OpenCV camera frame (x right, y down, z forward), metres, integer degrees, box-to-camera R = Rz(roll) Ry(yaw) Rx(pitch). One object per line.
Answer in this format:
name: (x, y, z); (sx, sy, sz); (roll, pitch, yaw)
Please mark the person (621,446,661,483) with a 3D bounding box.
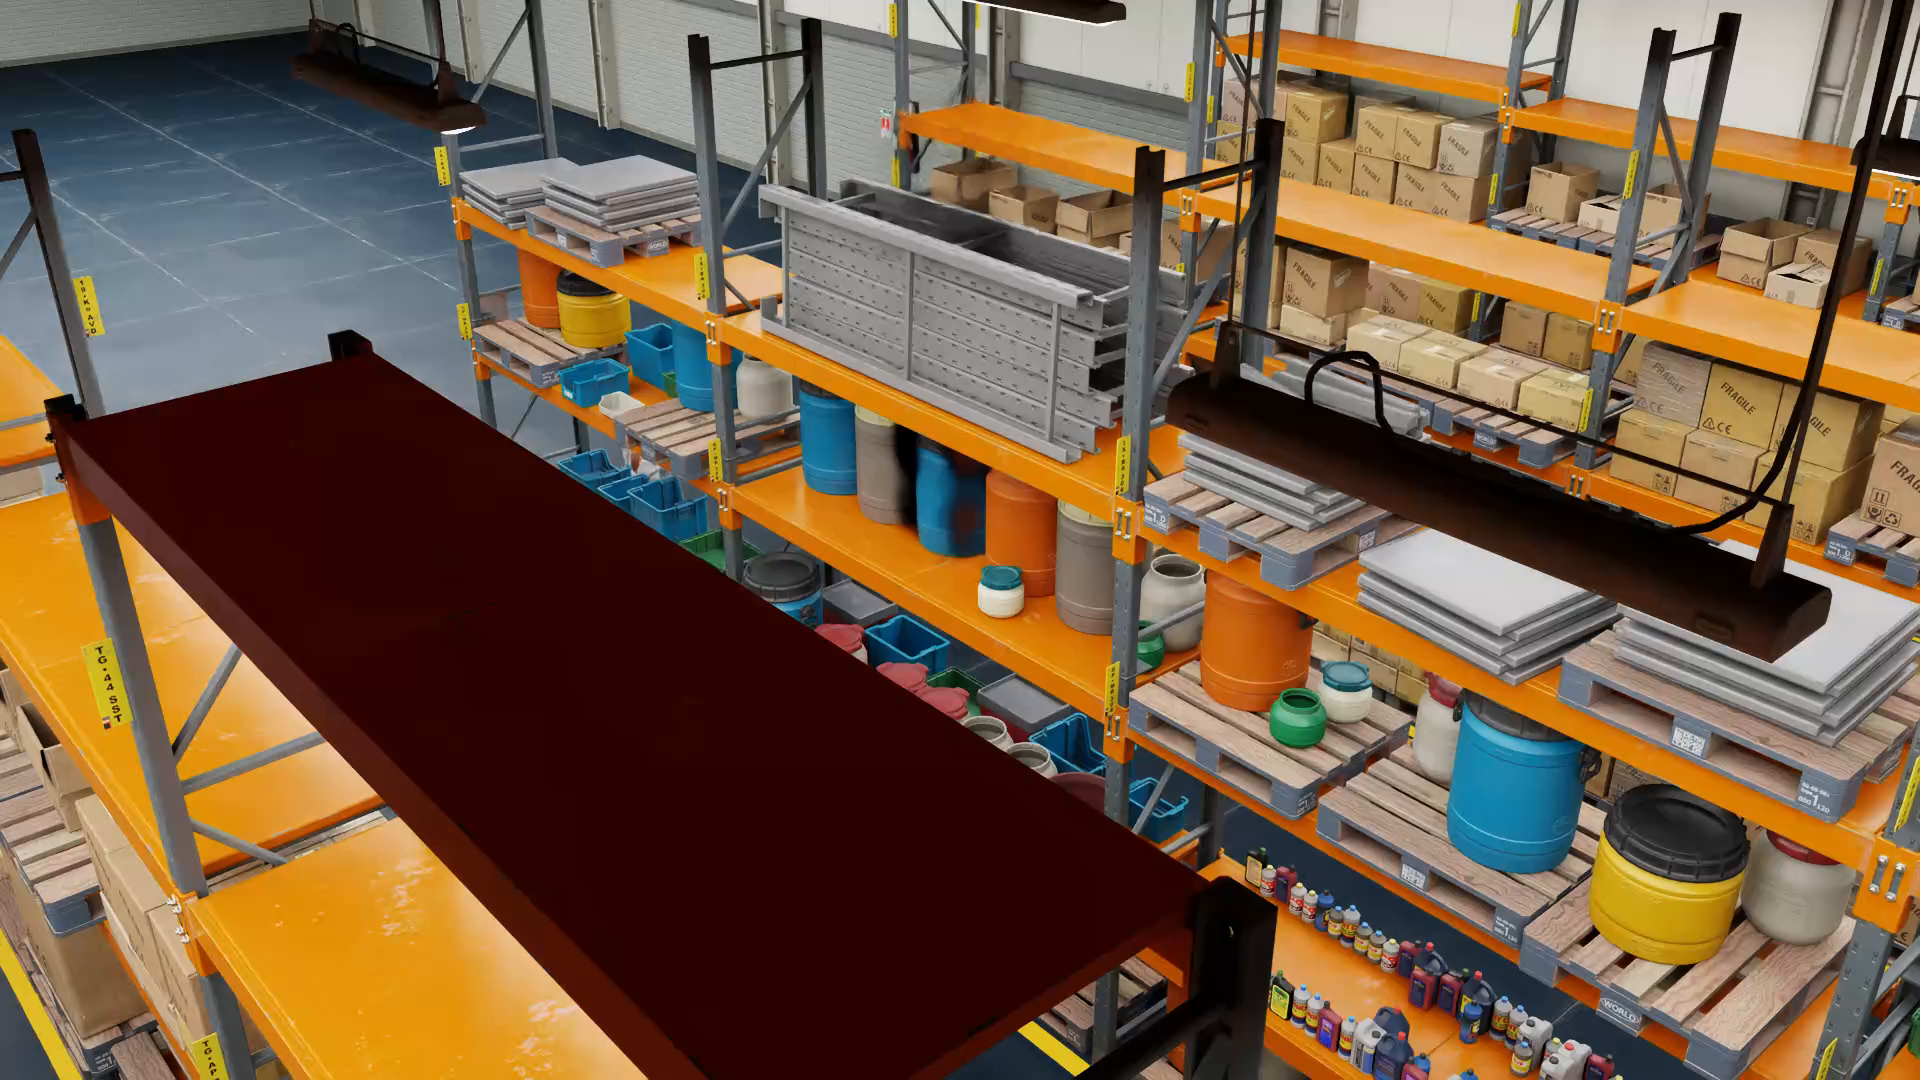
person: (-3.224, -0.689, 16.961); (0.954, 1.796, 0.691); (15, 30, 26)
